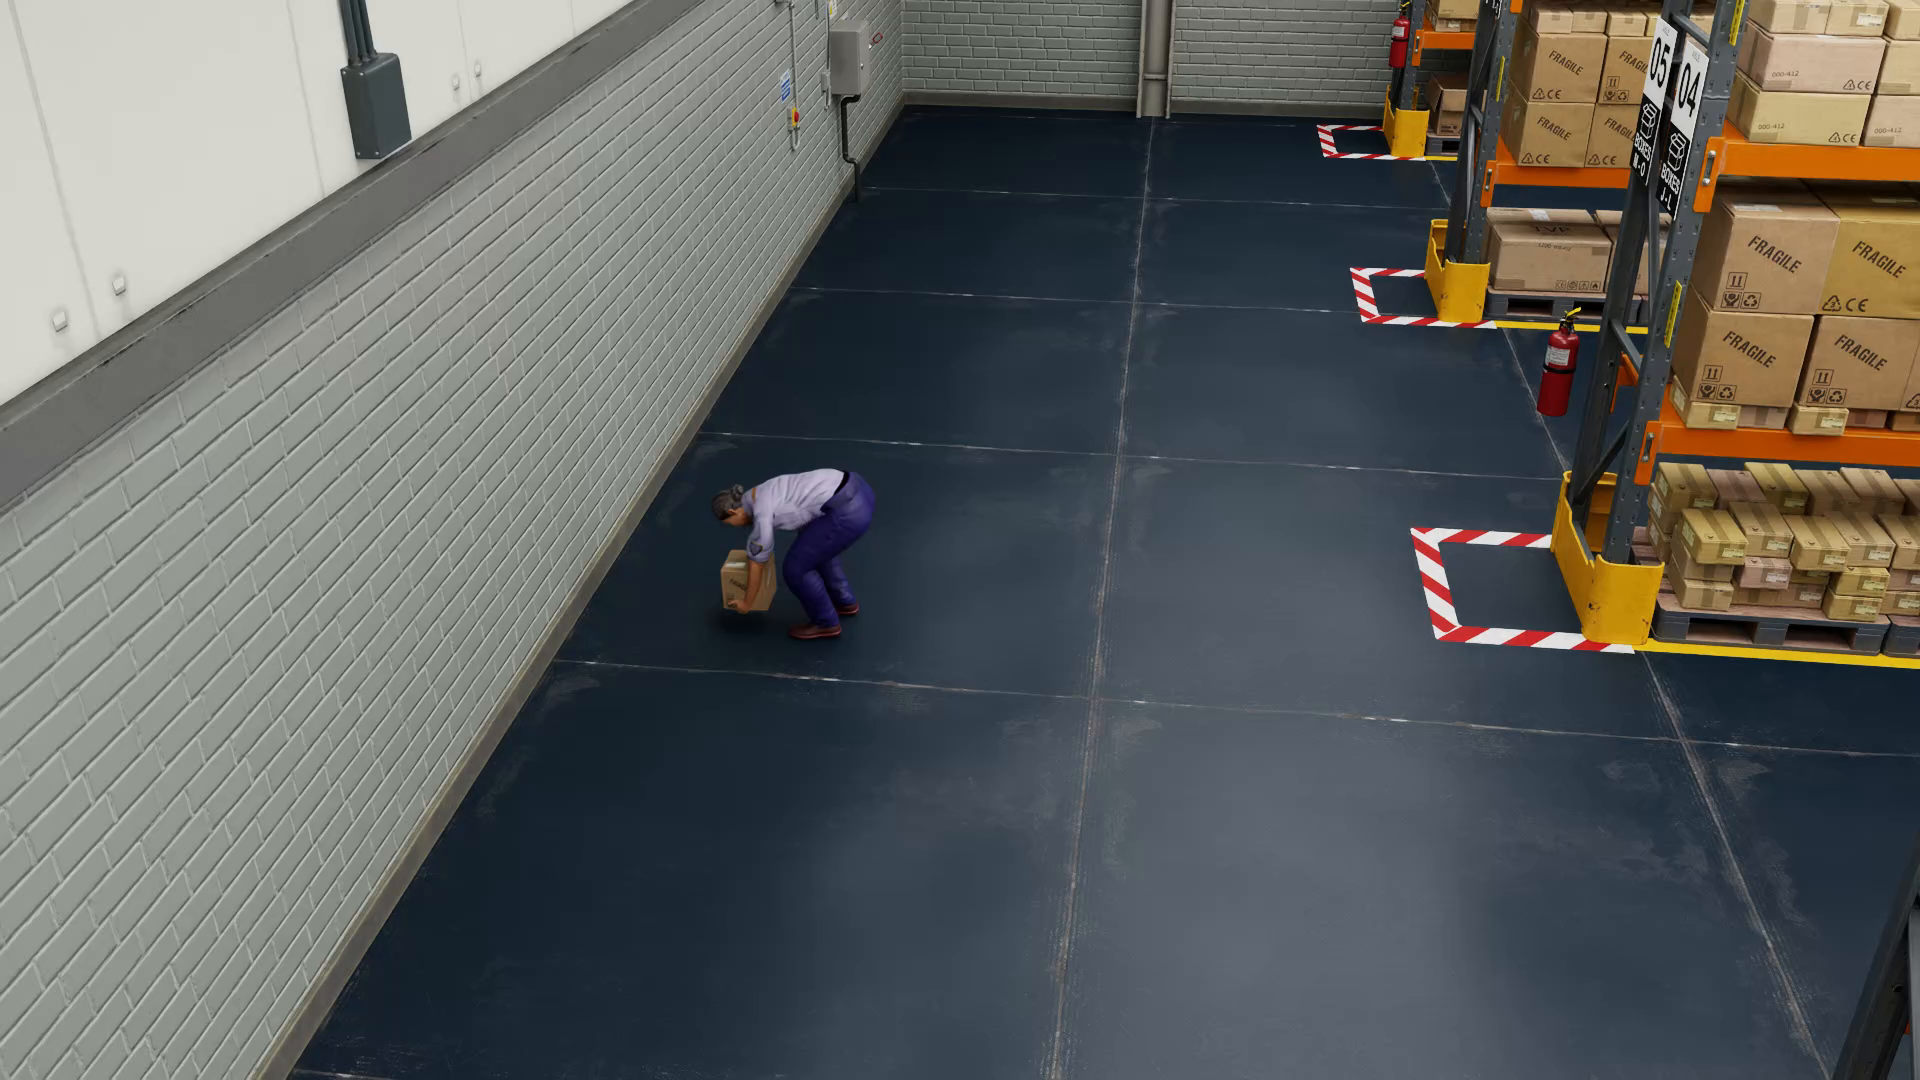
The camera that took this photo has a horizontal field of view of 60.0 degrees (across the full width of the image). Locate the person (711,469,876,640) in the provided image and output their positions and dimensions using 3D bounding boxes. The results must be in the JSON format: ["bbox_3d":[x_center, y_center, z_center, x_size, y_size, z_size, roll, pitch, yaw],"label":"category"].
[{"bbox_3d":[-0.921,0.059,9.270,0.907,0.945,0.491,2,29,4],"label":"person"}]
